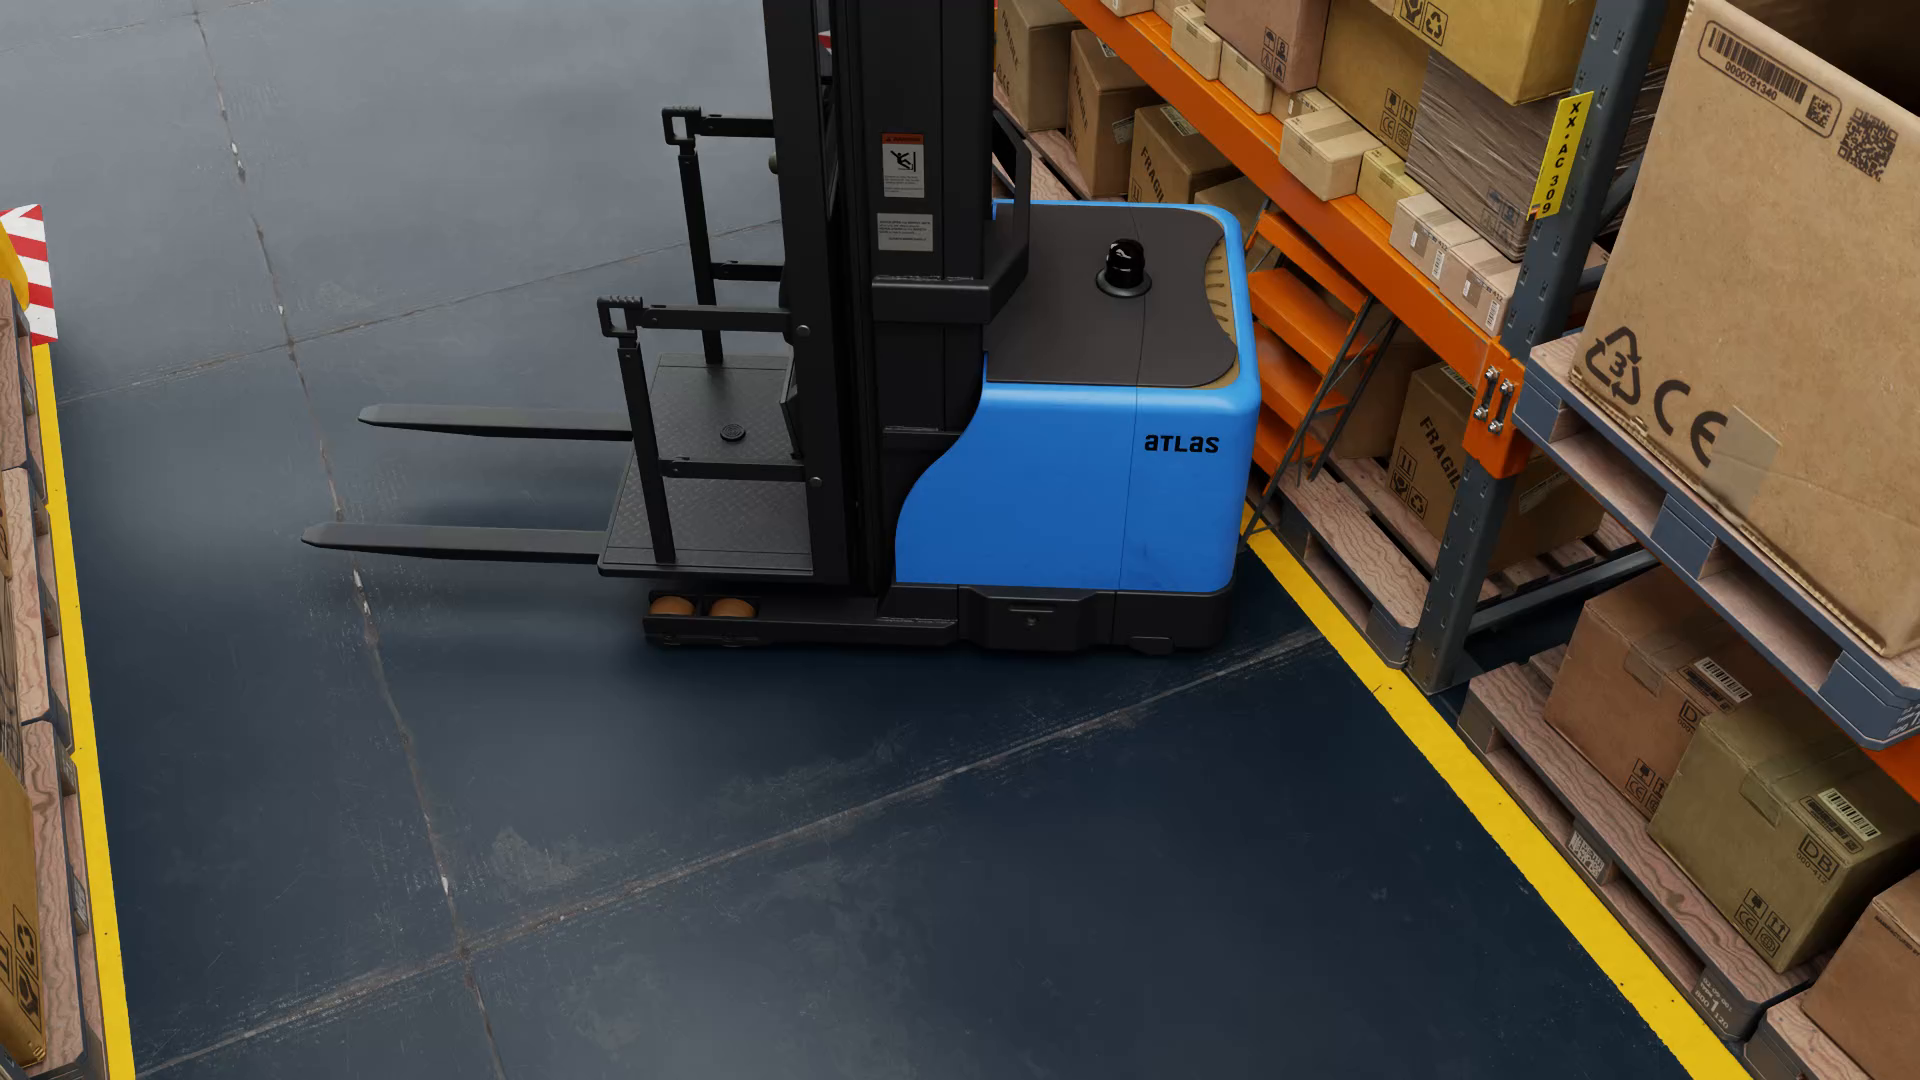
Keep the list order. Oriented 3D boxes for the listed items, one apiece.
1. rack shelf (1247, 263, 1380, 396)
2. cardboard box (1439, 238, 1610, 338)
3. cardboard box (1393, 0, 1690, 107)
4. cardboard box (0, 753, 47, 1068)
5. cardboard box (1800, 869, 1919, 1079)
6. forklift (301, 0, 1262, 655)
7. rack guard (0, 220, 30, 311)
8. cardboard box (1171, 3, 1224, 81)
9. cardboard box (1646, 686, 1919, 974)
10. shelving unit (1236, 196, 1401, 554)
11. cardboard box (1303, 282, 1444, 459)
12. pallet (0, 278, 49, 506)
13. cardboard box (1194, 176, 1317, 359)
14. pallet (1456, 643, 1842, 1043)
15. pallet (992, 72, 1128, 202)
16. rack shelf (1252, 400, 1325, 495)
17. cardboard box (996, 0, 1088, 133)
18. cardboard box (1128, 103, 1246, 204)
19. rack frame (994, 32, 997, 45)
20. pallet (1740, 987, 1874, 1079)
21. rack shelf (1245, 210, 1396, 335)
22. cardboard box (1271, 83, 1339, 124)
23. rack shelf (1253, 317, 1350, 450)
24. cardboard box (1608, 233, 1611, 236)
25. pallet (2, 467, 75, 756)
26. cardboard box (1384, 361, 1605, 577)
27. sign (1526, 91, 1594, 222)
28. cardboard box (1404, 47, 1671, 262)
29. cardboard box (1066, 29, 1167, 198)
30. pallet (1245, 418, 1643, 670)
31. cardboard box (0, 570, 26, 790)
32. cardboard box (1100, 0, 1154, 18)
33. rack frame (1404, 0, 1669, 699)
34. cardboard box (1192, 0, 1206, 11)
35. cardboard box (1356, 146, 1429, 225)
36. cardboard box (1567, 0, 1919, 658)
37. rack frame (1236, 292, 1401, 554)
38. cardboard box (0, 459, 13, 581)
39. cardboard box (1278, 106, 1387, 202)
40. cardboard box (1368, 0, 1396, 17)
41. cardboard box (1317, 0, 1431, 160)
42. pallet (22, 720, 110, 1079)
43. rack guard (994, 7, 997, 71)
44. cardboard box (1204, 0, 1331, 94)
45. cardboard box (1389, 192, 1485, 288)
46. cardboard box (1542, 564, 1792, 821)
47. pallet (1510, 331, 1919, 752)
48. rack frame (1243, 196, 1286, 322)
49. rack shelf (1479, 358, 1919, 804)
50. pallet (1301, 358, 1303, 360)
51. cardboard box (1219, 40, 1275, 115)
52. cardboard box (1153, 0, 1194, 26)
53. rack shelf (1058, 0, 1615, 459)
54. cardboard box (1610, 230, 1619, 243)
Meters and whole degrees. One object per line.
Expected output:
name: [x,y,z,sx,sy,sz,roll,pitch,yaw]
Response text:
rack shelf: [1.105,-0.692,5.413,0.258,0.148,0.480,-16,51,-37]
cardboard box: [1.543,-0.716,4.519,0.380,0.149,0.250,-18,47,-17]
cardboard box: [1.461,-1.458,4.097,0.500,0.500,0.500,-18,47,-17]
cardboard box: [-2.844,0.831,3.986,0.875,0.875,0.875,-17,47,-17]
cardboard box: [2.558,1.042,4.025,0.700,0.500,0.500,-22,49,-21]
forklift: [-0.627,-1.065,4.742,3.031,2.935,1.130,2,45,2]
rack guard: [-4.335,-1.029,6.437,1.175,0.500,0.348,-18,47,-17]
cardboard box: [0.926,-1.676,5.492,0.380,0.149,0.250,-18,47,-17]
cardboard box: [2.322,0.685,4.386,0.700,0.500,0.500,-18,47,-18]
shelving unit: [1.061,-0.578,5.510,0.258,1.200,0.503,-16,51,-37]
cardboard box: [1.520,-0.644,5.748,0.500,0.500,0.500,-5,45,-5]
pallet: [-3.917,-0.425,6.030,1.003,0.211,1.213,-18,47,-17]
cardboard box: [1.188,-1.017,6.125,0.500,0.500,0.500,-22,49,-21]
pallet: [2.229,0.733,4.857,1.003,0.211,1.213,-18,47,-17]
pallet: [0.560,-1.735,7.358,1.003,0.211,1.213,-18,47,-17]
rack shelf: [0.987,-0.383,5.676,0.258,0.148,0.480,-16,51,-37]
cardboard box: [0.466,-2.161,7.285,0.500,0.500,0.500,-10,45,-10]
cardboard box: [0.994,-1.386,6.499,0.500,0.500,0.500,-14,46,-14]
rack frame: [0.218,-3.304,6.963,1.000,3.000,0.127,-18,47,-17]
pallet: [2.746,1.512,4.068,1.003,0.211,1.213,-18,47,-17]
rack shelf: [1.171,-0.865,5.265,0.258,0.148,0.480,-16,51,-37]
cardboard box: [1.204,-1.380,5.191,0.380,0.149,0.250,-18,47,-17]
rack shelf: [1.042,-0.529,5.552,0.258,0.148,0.480,-16,51,-37]
cardboard box: [1.989,-1.055,4.862,0.380,0.149,0.250,-18,47,-17]
pallet: [-3.408,0.352,5.243,1.003,0.211,1.213,-18,47,-17]
cardboard box: [1.768,-0.281,5.380,0.500,0.500,0.500,-19,48,-19]
sign: [1.411,-0.898,3.908,0.100,0.325,0.005,-18,47,-17]
cardboard box: [1.767,-1.202,4.549,0.875,0.500,0.500,-18,47,-17]
cardboard box: [0.748,-1.790,6.909,0.500,0.500,0.500,-7,45,-7]
pallet: [1.586,-0.180,5.782,1.003,0.211,1.213,-18,47,-17]
cardboard box: [-3.226,0.257,4.567,0.875,0.875,0.875,-18,47,-17]
cardboard box: [0.664,-1.978,5.798,0.380,0.149,0.250,-18,47,-17]
rack frame: [1.900,-0.755,4.380,1.000,3.000,0.127,-18,47,-17]
cardboard box: [1.114,-2.150,5.511,0.875,0.500,0.500,-18,47,-17]
cardboard box: [1.396,-1.055,4.862,0.380,0.149,0.250,-18,47,-17]
cardboard box: [2.107,-0.570,3.466,1.000,1.000,1.000,-18,47,-17]
rack frame: [1.202,-0.420,5.388,0.240,1.200,0.015,-16,51,-37]
cardboard box: [-3.608,-0.324,5.157,0.875,0.875,0.875,-19,48,-18]
cardboard box: [1.190,-1.181,4.991,0.380,0.149,0.250,-18,47,-17]
cardboard box: [1.250,-1.776,4.420,0.500,0.500,0.500,-18,47,-17]
cardboard box: [1.589,-1.531,4.883,0.875,0.500,0.500,-18,47,-17]
pallet: [-2.891,1.130,4.454,1.003,0.211,1.213,-18,47,-17]
rack guard: [0.250,-2.366,7.792,1.175,0.500,0.348,-18,47,-17]
cardboard box: [1.287,-1.819,5.175,0.875,0.500,0.500,-18,47,-17]
cardboard box: [1.446,-0.878,4.683,0.380,0.149,0.250,-18,47,-17]
cardboard box: [2.139,0.376,4.700,0.700,0.500,0.500,-22,49,-20]
pallet: [2.089,-0.157,3.910,1.003,0.211,1.213,-18,47,-17]
rack frame: [0.920,-0.735,5.632,0.240,1.200,0.015,-16,51,-37]
rack shelf: [2.741,0.776,3.341,1.077,0.370,4.000,-18,47,-17]
pallet: [1.069,-0.959,6.571,1.003,0.211,1.213,-18,47,-17]
cardboard box: [1.062,-1.527,5.341,0.380,0.149,0.250,-18,47,-17]
cardboard box: [0.890,-1.858,5.676,0.380,0.149,0.250,-18,47,-17]
rack shelf: [1.059,-1.774,5.924,1.077,0.370,4.000,-18,47,-17]
cardboard box: [2.083,-0.891,4.697,0.380,0.149,0.250,-18,47,-17]
